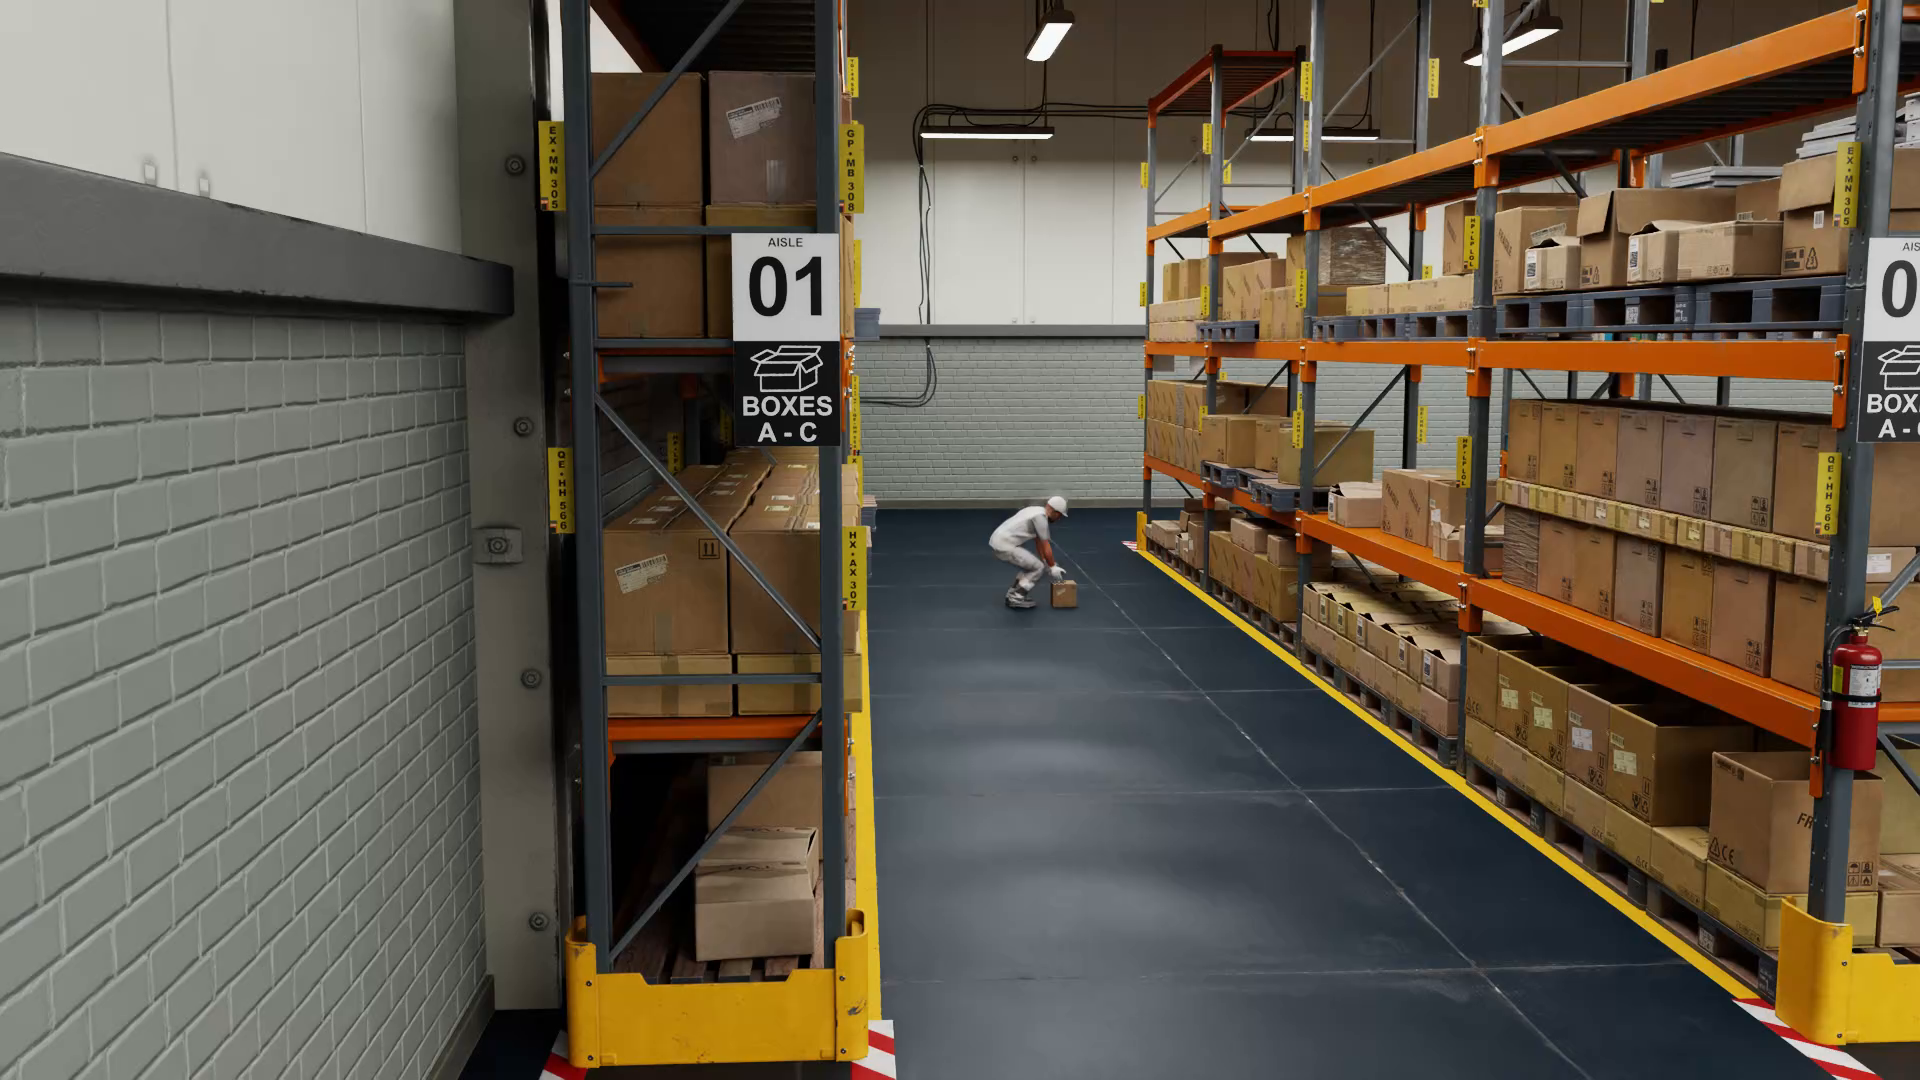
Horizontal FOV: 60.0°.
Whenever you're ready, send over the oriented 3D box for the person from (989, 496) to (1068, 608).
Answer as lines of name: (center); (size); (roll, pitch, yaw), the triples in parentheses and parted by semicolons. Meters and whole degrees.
person: (0.730, 0.119, 17.765); (0.852, 1.172, 0.584); (0, 7, -4)
